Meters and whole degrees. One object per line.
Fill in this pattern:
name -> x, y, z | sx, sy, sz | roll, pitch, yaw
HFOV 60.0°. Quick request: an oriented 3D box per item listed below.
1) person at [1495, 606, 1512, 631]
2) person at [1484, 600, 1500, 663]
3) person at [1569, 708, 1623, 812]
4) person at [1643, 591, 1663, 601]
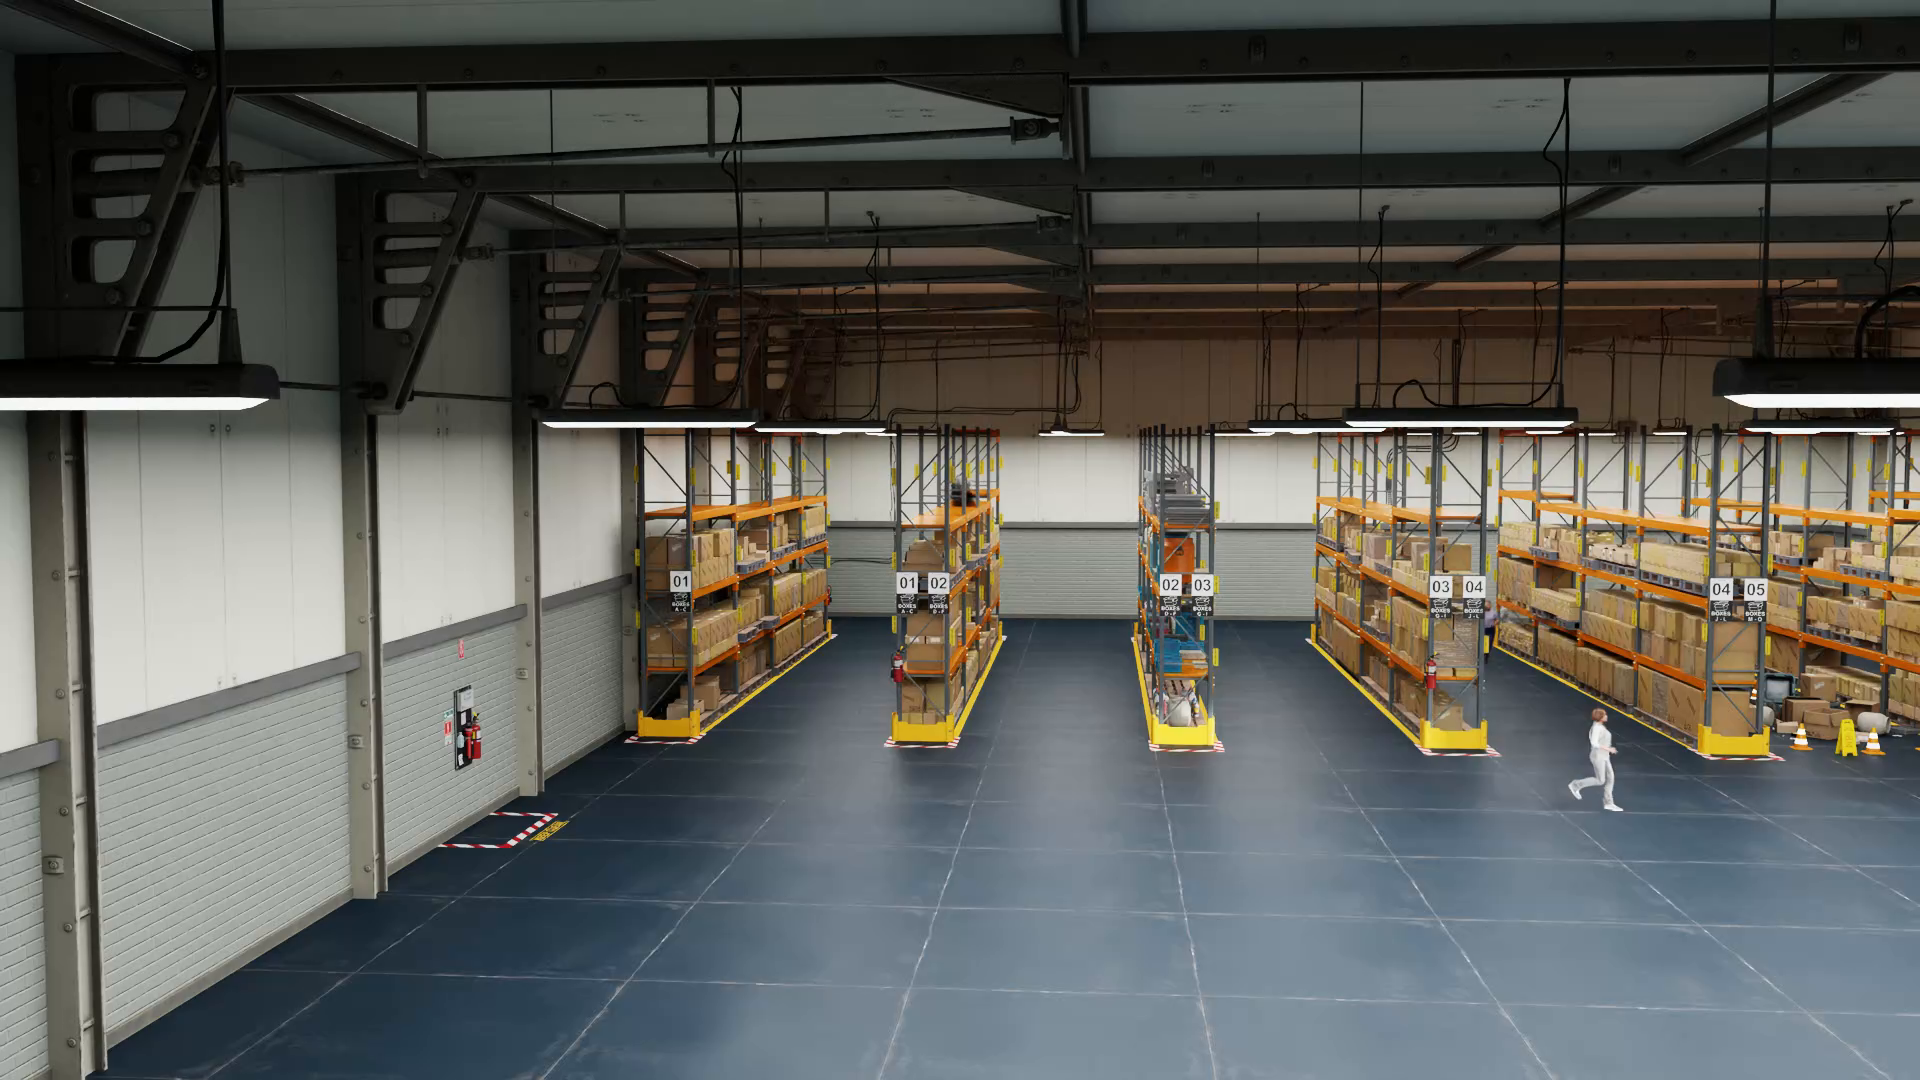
person -> 15.555, 1.960, 47.544 | 0.765, 1.759, 0.649 | 2, 4, 30
person -> 13.389, 2.354, 42.168 | 0.578, 1.655, 0.658 | 0, 3, 6
person -> 9.822, 3.374, 25.646 | 0.790, 1.586, 0.538 | 2, 4, 30
person -> 19.615, 1.993, 47.151 | 0.842, 1.764, 0.664 | 0, 3, 1
